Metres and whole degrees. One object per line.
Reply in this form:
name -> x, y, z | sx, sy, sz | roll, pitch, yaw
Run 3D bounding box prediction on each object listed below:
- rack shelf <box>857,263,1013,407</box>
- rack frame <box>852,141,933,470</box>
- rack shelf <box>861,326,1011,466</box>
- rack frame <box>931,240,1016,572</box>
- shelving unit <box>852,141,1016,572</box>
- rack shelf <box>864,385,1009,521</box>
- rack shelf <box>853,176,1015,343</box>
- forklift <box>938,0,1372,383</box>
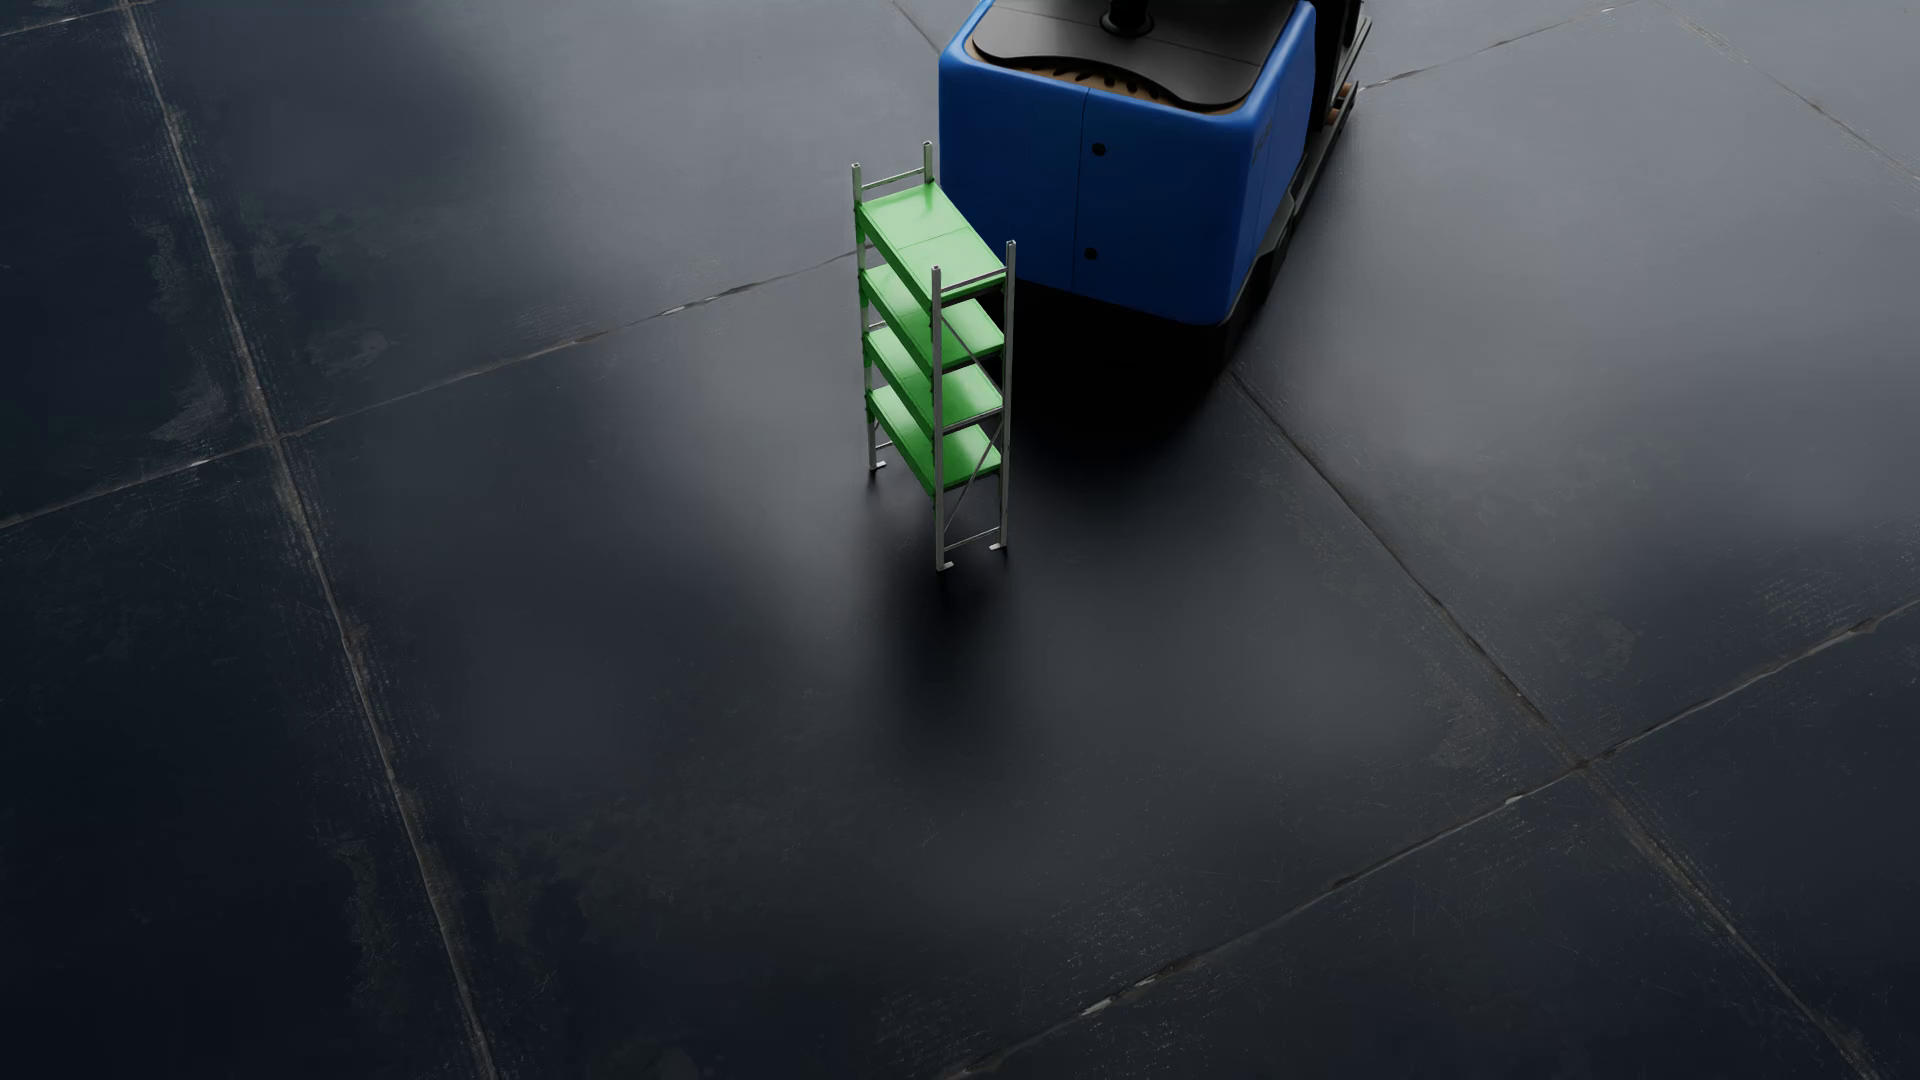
rack shelf -> -0.076, -0.622, 4.763 | 0.258, 0.148, 0.480 | -21, 52, -18
rack frame -> -0.187, -0.669, 5.038 | 0.240, 1.200, 0.015 | -21, 52, -18
rack shelf -> -0.076, -0.464, 4.943 | 0.258, 0.148, 0.480 | -21, 52, -18
rack frame -> 0.036, -0.342, 4.752 | 0.240, 1.200, 0.015 | -21, 52, -18
shelving unit -> -0.076, -0.506, 4.895 | 0.258, 1.200, 0.503 | -21, 52, -18
rack shelf -> -0.076, -0.306, 5.124 | 0.258, 0.148, 0.480 | -21, 52, -18
rack shelf -> -0.076, -0.780, 4.582 | 0.258, 0.148, 0.480 | -21, 52, -18
forklift -> 0.953, -2.628, 5.601 | 1.130, 2.935, 3.031 | 17, 51, 15
